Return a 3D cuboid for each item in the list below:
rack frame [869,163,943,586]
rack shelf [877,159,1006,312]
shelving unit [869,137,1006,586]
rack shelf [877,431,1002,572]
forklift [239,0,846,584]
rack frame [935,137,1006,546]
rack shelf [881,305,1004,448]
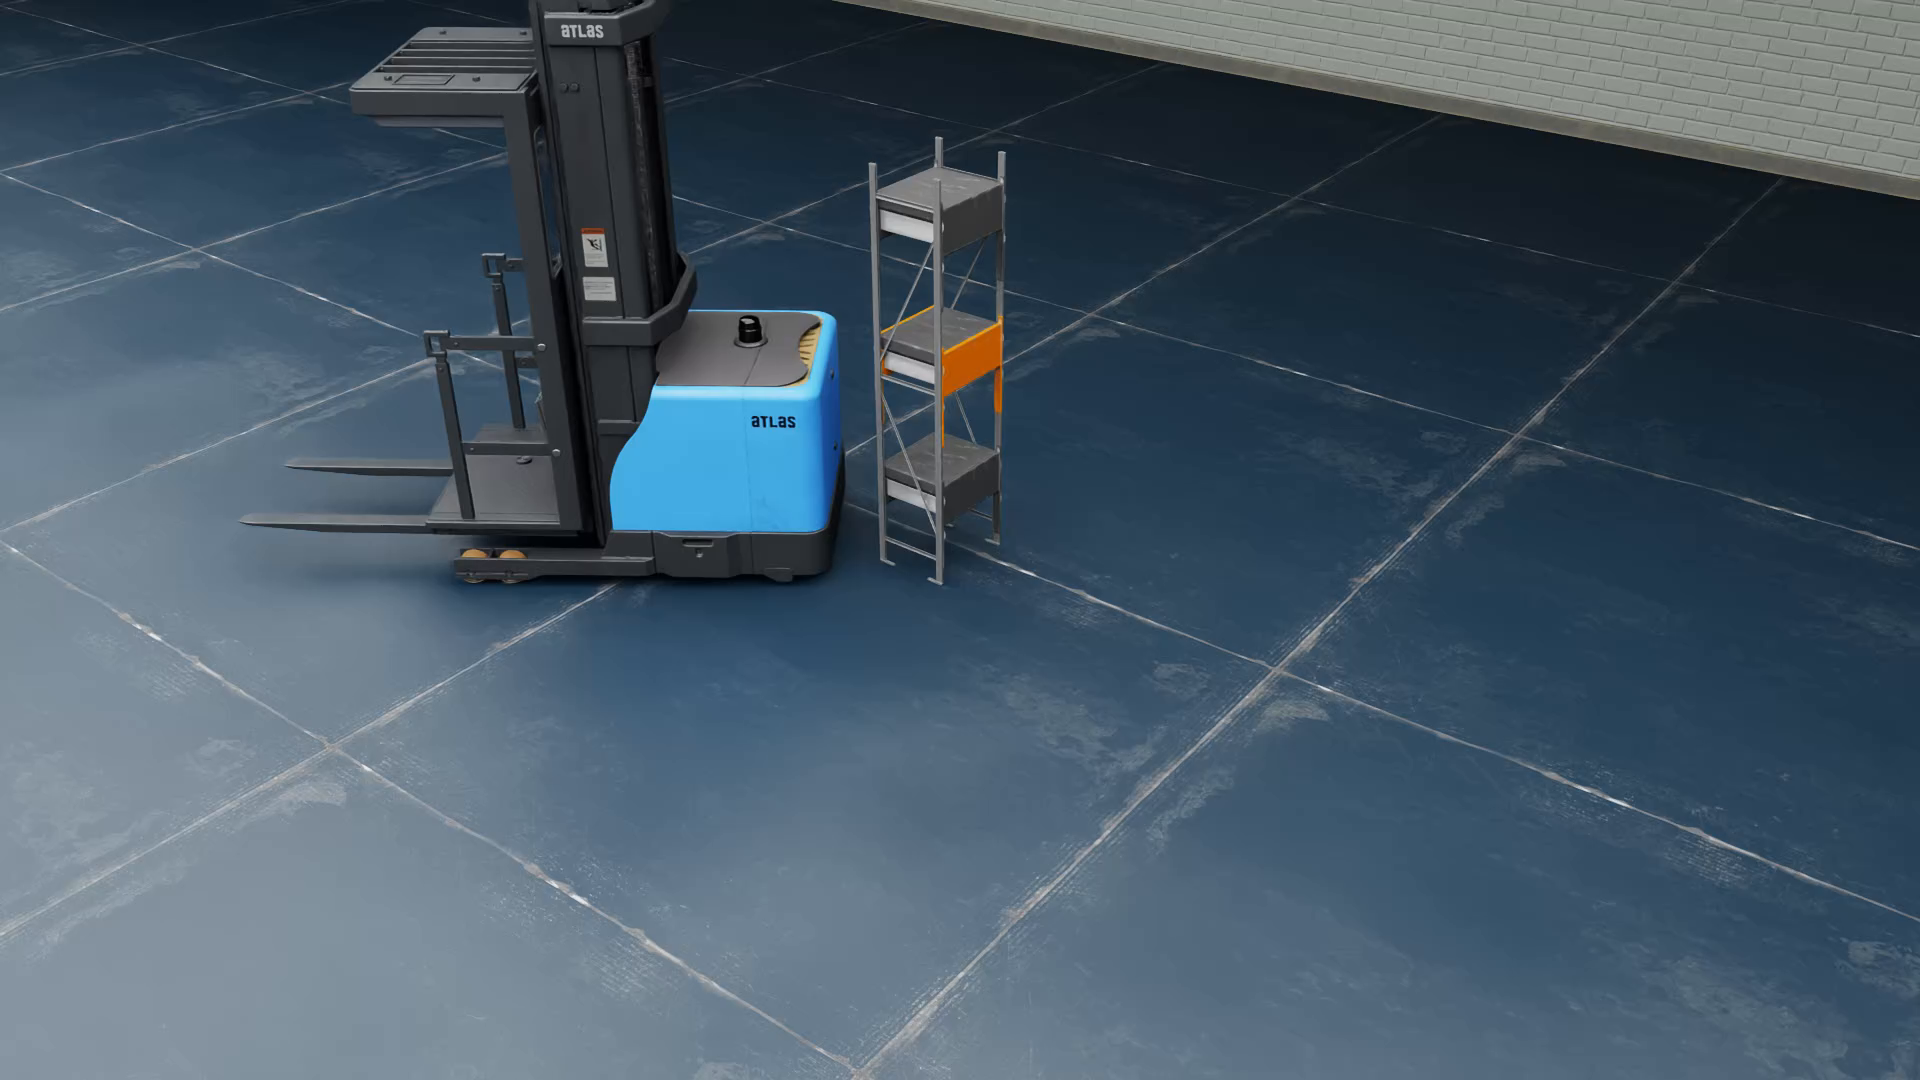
[{"bbox_3d":[-0.247,-0.737,7.934,0.400,2.100,0.015,21,37,31],"label":"rack frame"},{"bbox_3d":[-0.100,-1.426,7.751,0.431,0.518,0.480,21,37,31],"label":"rack shelf"},{"bbox_3d":[-0.100,-0.836,8.101,0.431,2.100,0.503,21,37,31],"label":"shelving unit"},{"bbox_3d":[-0.100,-0.222,8.465,0.431,0.518,0.480,21,37,31],"label":"rack shelf"},{"bbox_3d":[-2.153,-1.310,8.086,3.031,2.935,1.130,1,31,1],"label":"forklift"},{"bbox_3d":[0.047,-0.935,8.269,0.400,2.100,0.015,21,37,31],"label":"rack frame"},{"bbox_3d":[-0.100,-0.824,8.108,0.431,0.518,0.480,21,37,31],"label":"rack shelf"}]
